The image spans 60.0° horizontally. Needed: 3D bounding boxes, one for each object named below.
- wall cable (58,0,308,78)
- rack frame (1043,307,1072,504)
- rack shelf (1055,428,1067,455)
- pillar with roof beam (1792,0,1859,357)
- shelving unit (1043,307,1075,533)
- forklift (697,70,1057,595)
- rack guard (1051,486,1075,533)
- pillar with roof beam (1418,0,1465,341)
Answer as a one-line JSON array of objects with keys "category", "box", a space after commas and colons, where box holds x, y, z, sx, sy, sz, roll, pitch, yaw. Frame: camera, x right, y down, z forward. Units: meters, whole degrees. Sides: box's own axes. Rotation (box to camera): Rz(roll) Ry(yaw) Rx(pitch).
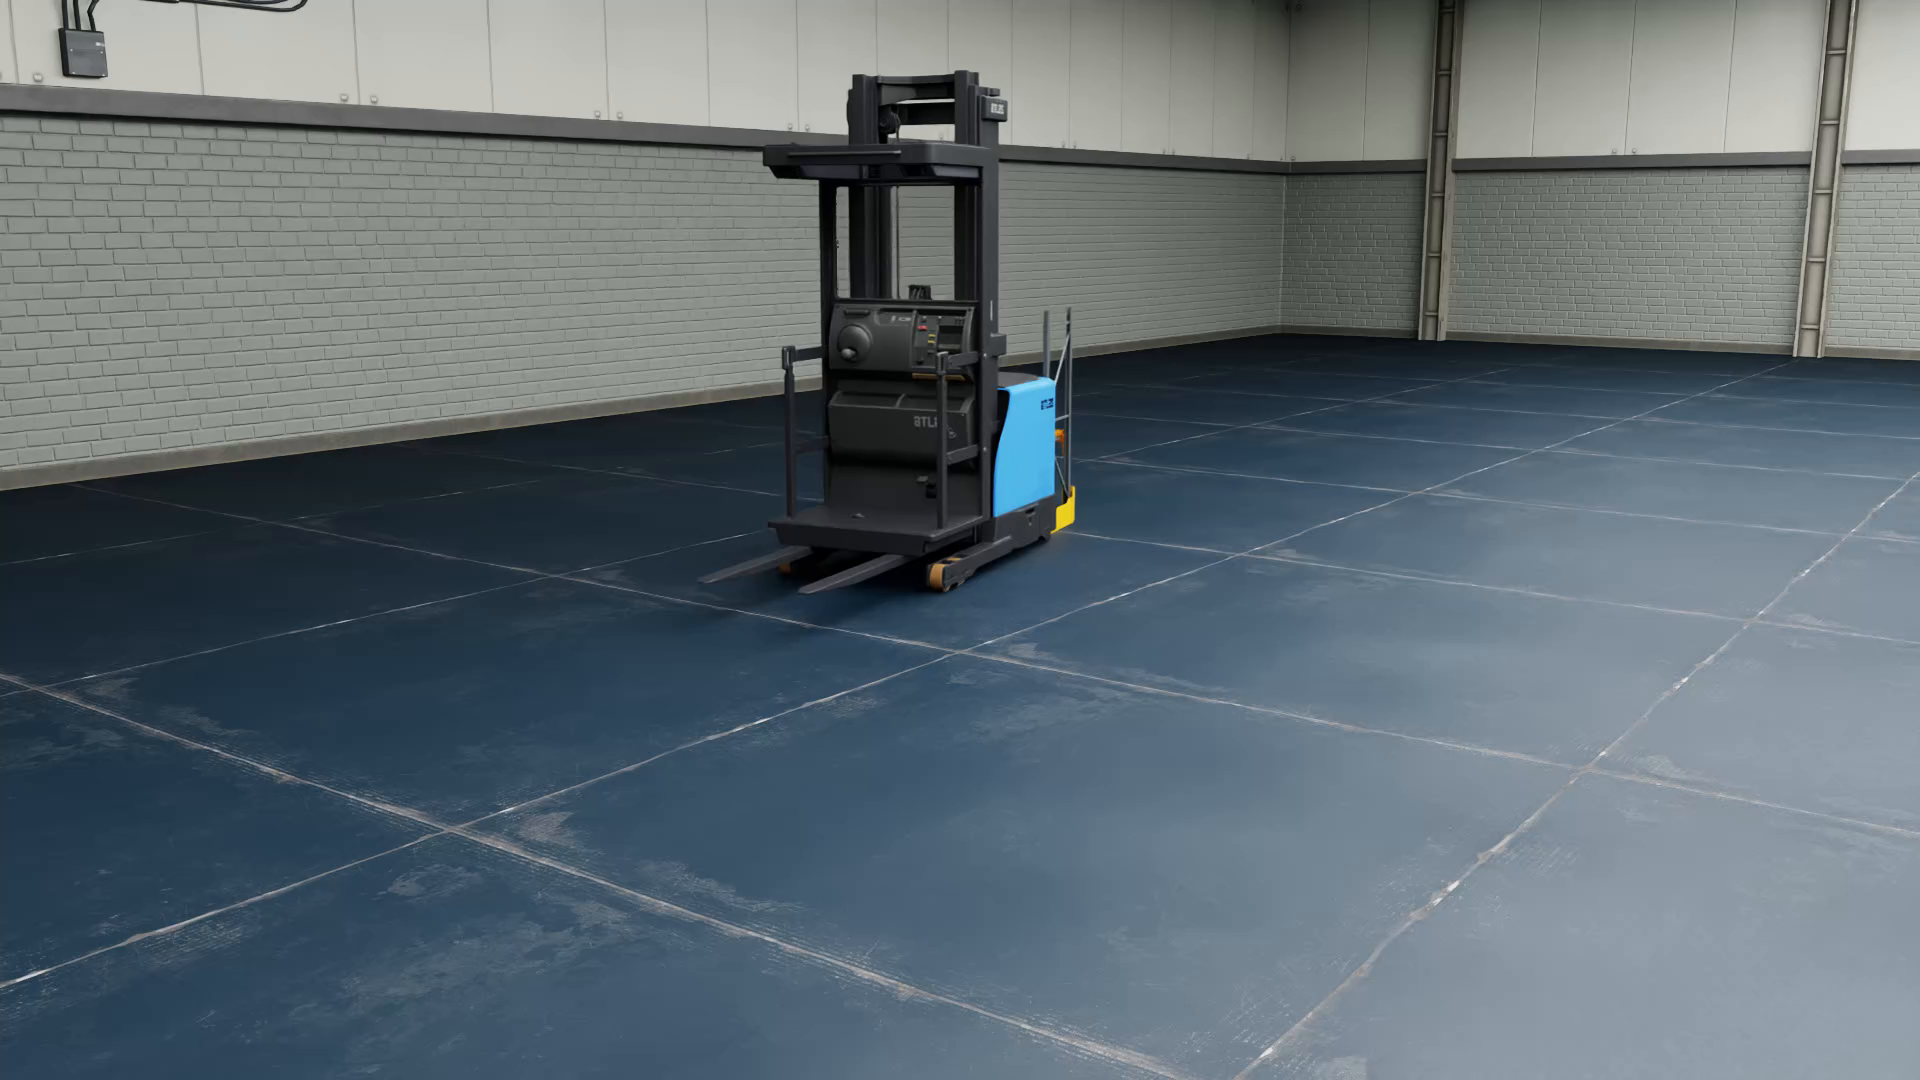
[{"category": "wall cable", "box": [-6.314, -6.769, 13.372, 0.169, 6.003, 2.305, 8, 13, 36]}, {"category": "rack frame", "box": [0.661, -0.818, 11.310, 0.032, 1.500, 0.500, 5, 12, 22]}, {"category": "rack shelf", "box": [0.192, -0.679, 11.536, 1.000, 0.185, 0.538, 5, 12, 22]}, {"category": "pillar with roof beam", "box": [10.579, -6.603, 21.467, 0.400, 9.000, 9.100, 8, 13, 36]}, {"category": "shelving unit", "box": [0.200, -0.855, 11.498, 1.083, 1.500, 0.587, 5, 12, 22]}, {"category": "forklift", "box": [-0.440, -1.236, 9.701, 1.130, 2.935, 3.031, 5, 12, 24]}, {"category": "rack guard", "box": [0.660, -0.205, 11.429, 0.087, 0.250, 0.587, 5, 12, 22]}, {"category": "pillar with roof beam", "box": [5.743, -7.277, 24.953, 0.400, 9.000, 9.100, 8, 13, 36]}]
